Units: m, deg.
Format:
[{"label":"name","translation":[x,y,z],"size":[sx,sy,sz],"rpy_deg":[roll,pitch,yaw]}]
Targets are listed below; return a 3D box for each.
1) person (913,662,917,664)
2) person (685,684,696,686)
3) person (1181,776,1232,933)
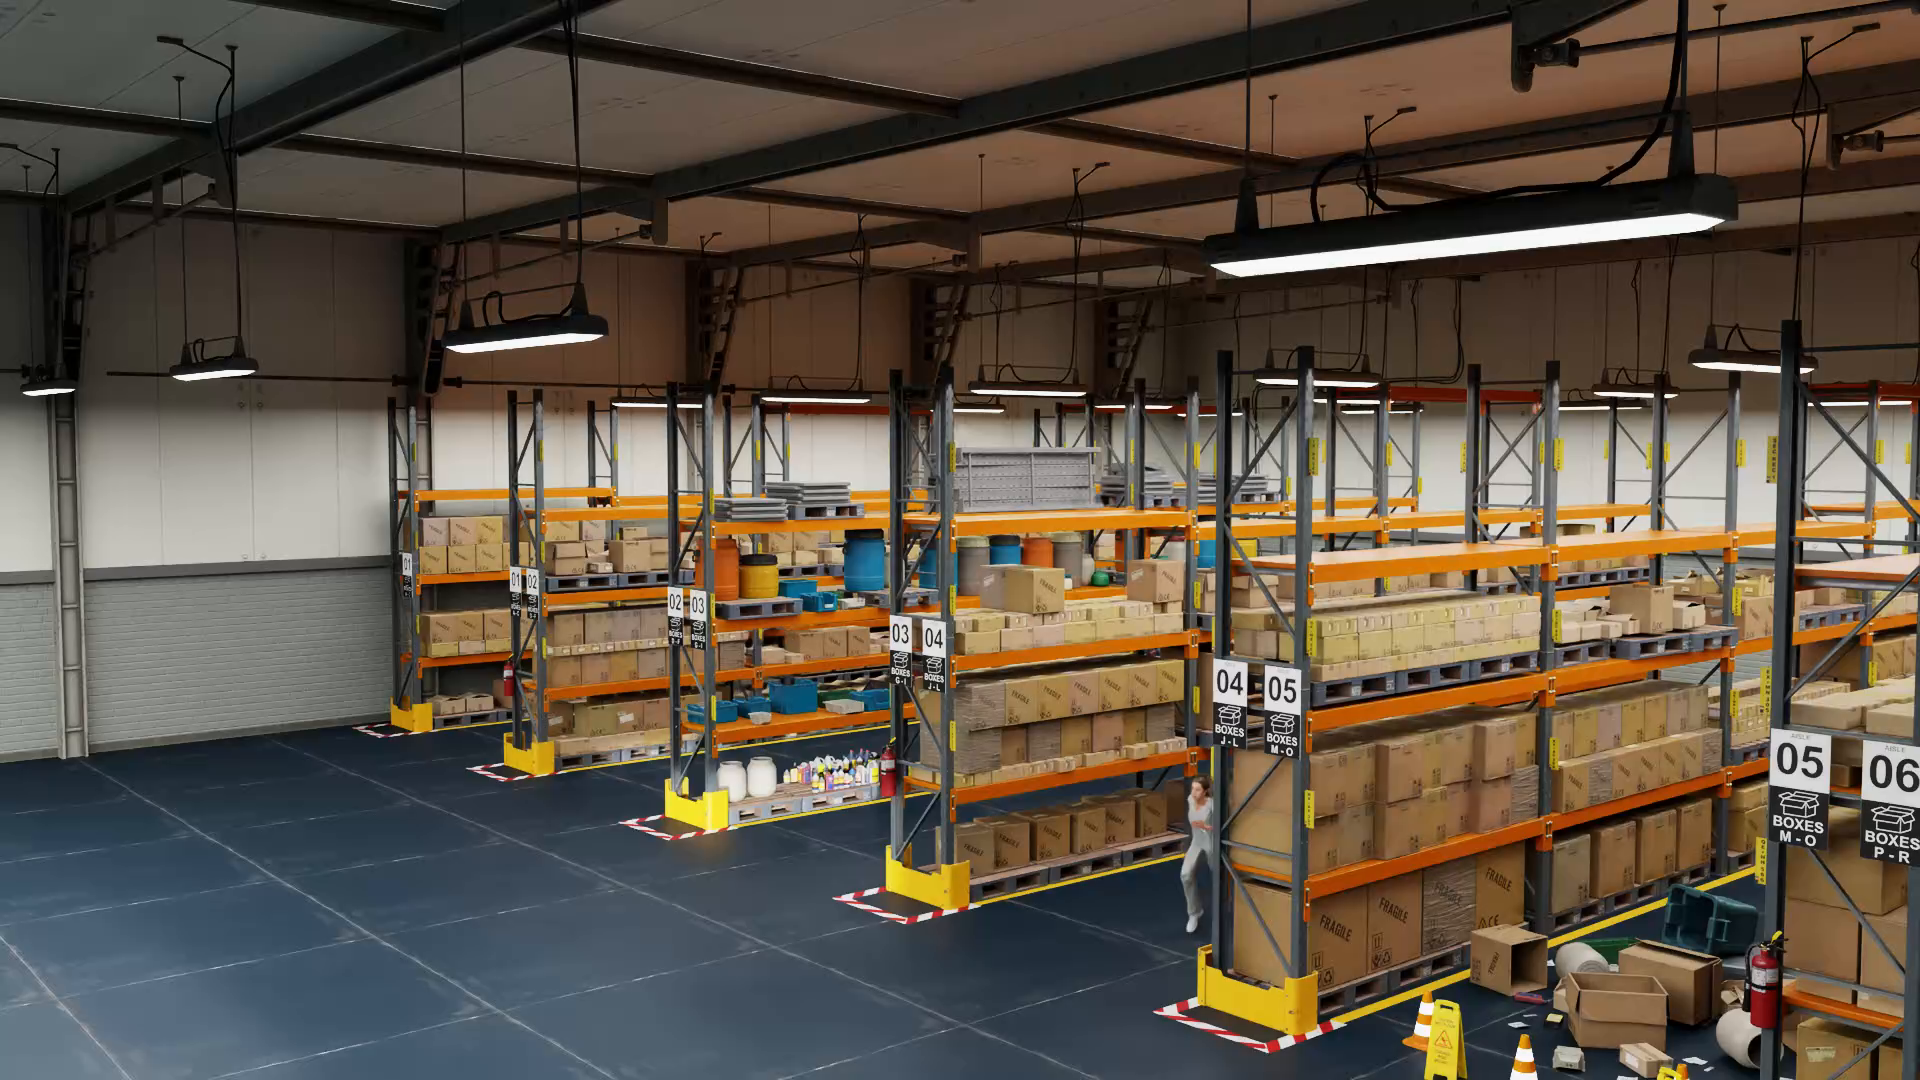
[{"label":"person","translation":[-0.740,2.330,34.834],"size":[0.506,1.592,0.662],"rpy_deg":[2,4,33]},{"label":"person","translation":[-4.922,2.560,30.629],"size":[0.868,1.609,0.585],"rpy_deg":[-3,5,-42]},{"label":"person","translation":[2.654,3.311,17.741],"size":[0.561,1.656,0.889],"rpy_deg":[2,4,34]}]
